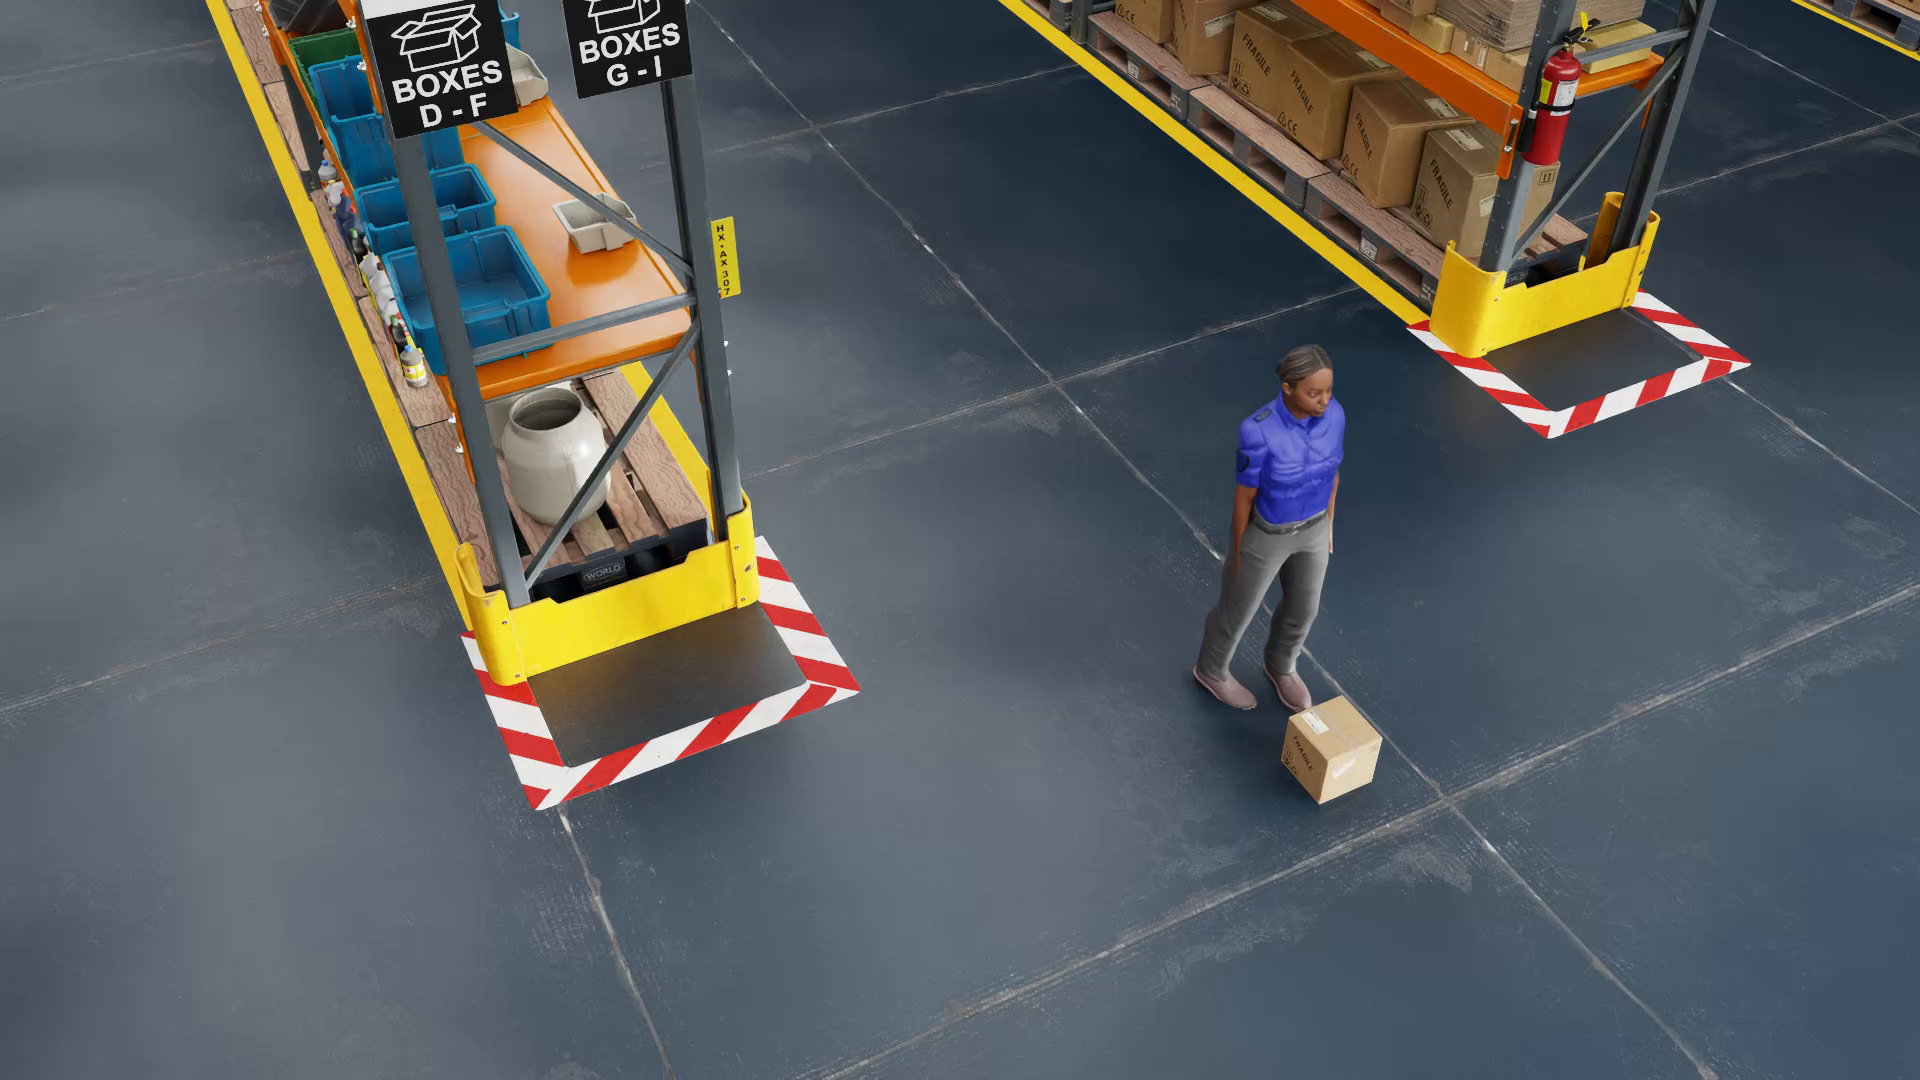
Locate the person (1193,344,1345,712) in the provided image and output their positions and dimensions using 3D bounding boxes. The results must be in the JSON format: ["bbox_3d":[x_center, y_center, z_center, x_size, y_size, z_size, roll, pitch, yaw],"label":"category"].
[{"bbox_3d":[1.208,-0.007,6.187,0.441,1.678,0.387,-17,44,-19],"label":"person"}]
